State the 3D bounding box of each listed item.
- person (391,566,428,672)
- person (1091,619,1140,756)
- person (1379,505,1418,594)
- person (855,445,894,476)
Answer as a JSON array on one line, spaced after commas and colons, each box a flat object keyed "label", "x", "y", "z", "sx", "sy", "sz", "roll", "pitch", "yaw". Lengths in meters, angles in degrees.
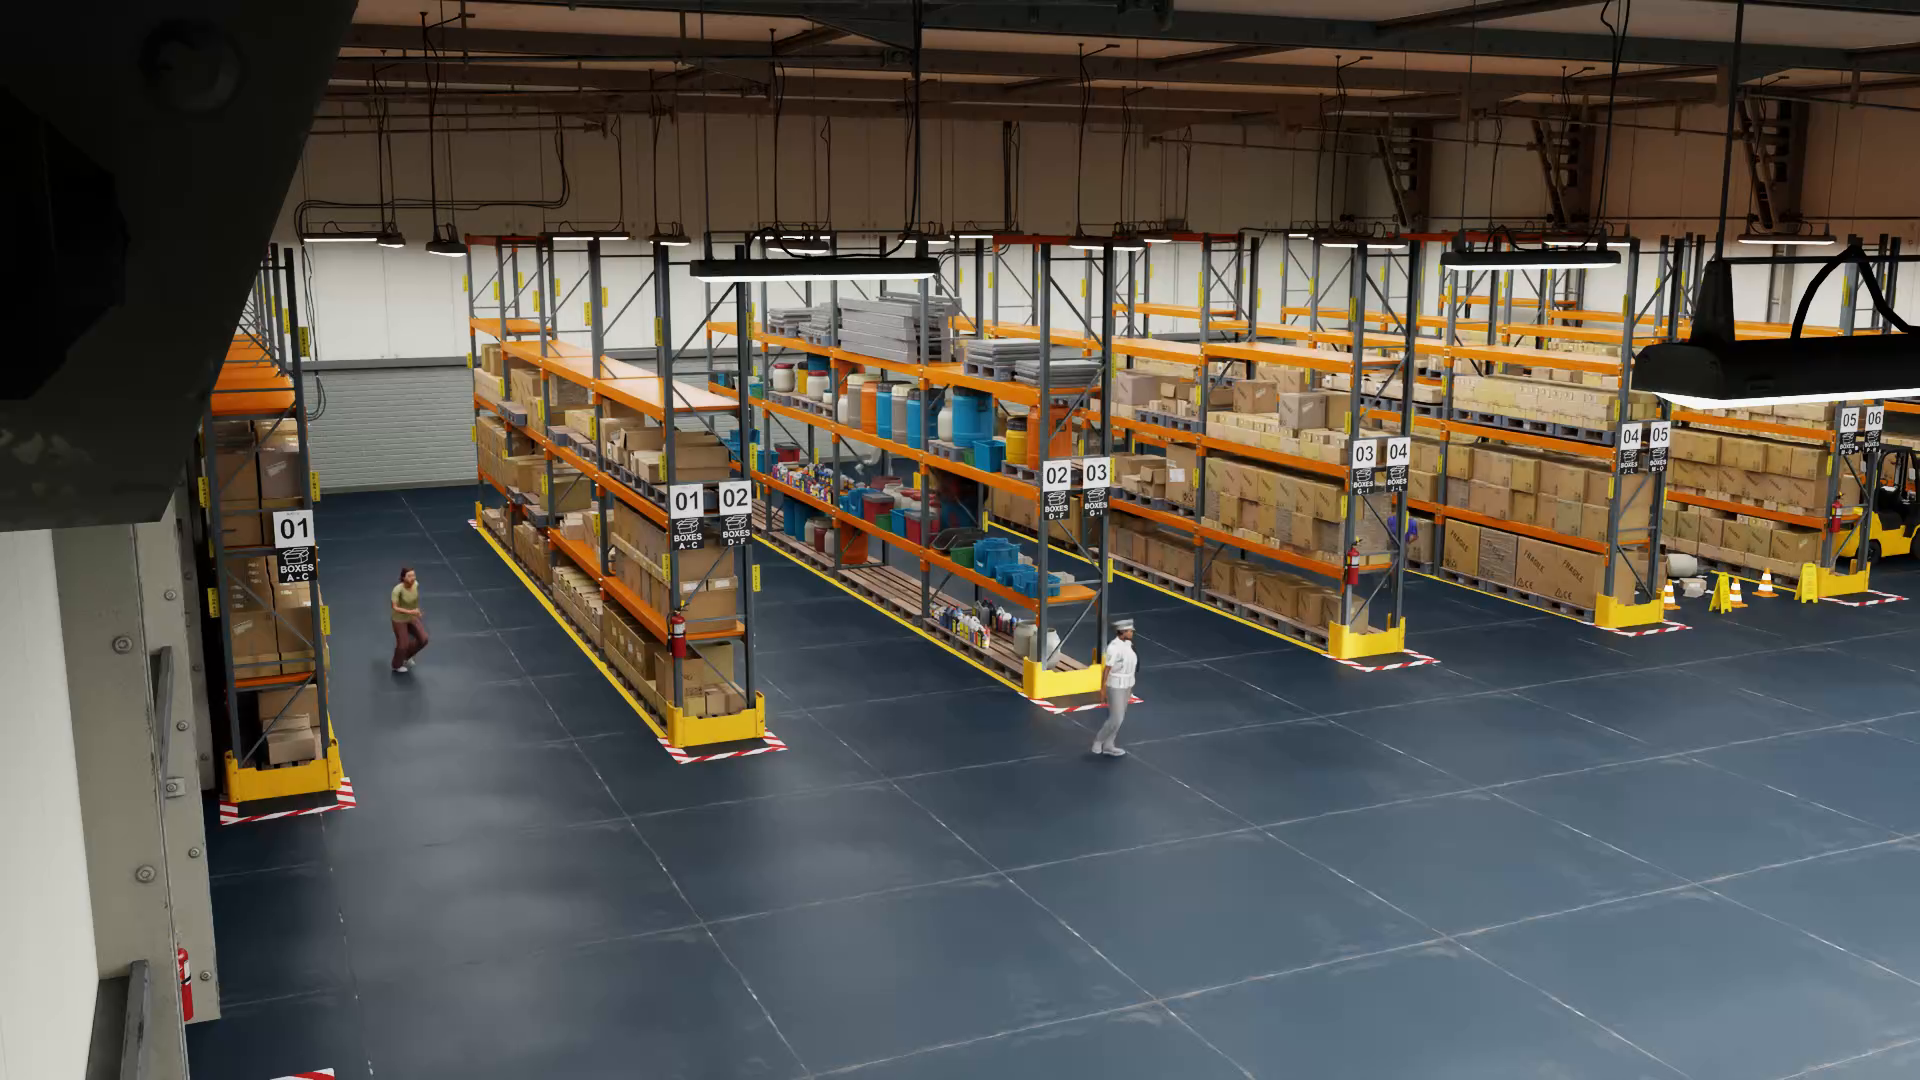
[{"label": "person", "x": -7.733, "y": 1.115, "z": 23.282, "sx": 0.745, "sy": 1.559, "sz": 0.585, "roll": 7, "pitch": 13, "yaw": 31}, {"label": "person", "x": 1.831, "y": 1.756, "z": 19.700, "sx": 0.447, "sy": 1.656, "sz": 0.575, "roll": 7, "pitch": 13, "yaw": 34}, {"label": "person", "x": 7.435, "y": 0.148, "z": 28.406, "sx": 0.689, "sy": 1.583, "sz": 0.578, "roll": -1, "pitch": 11, "yaw": -3}, {"label": "person", "x": -2.031, "y": -2.233, "z": 40.419, "sx": 1.058, "sy": 1.664, "sz": 0.599, "roll": 1, "pitch": 11, "yaw": 3}]
